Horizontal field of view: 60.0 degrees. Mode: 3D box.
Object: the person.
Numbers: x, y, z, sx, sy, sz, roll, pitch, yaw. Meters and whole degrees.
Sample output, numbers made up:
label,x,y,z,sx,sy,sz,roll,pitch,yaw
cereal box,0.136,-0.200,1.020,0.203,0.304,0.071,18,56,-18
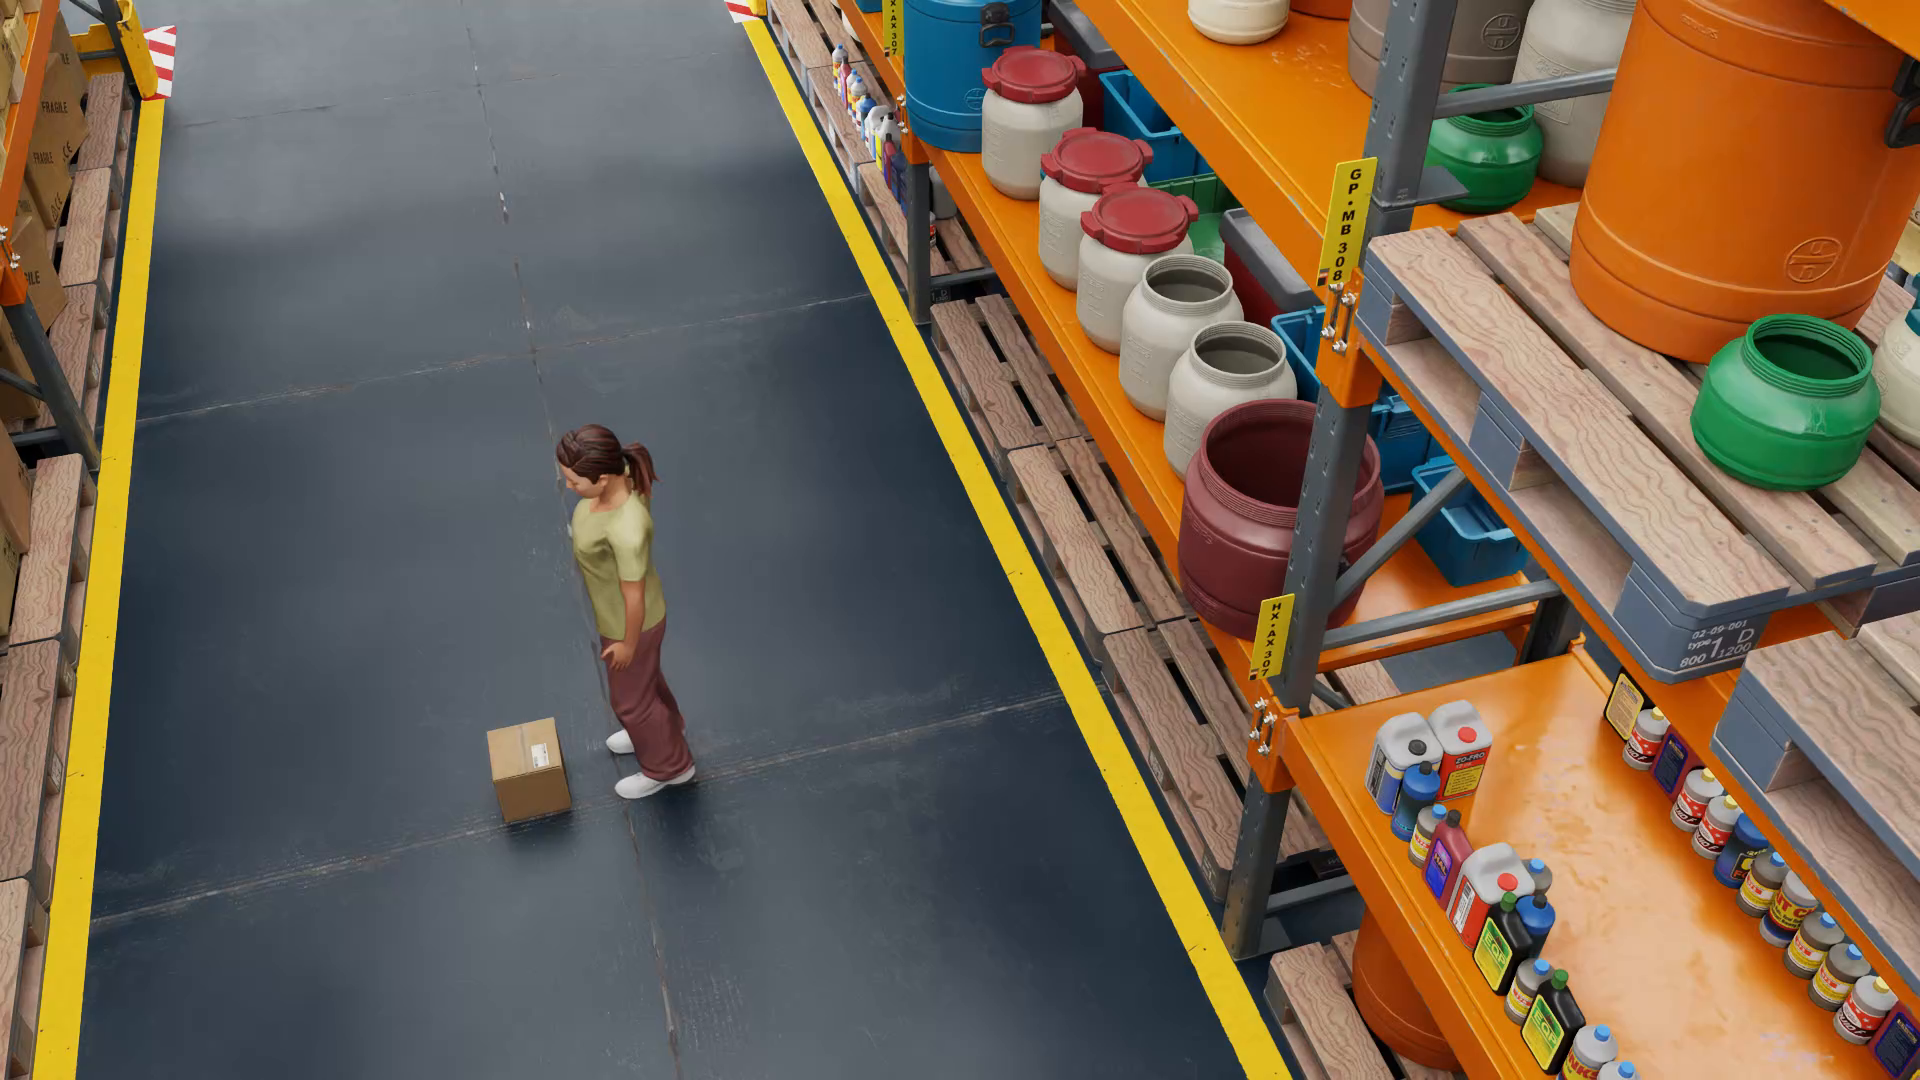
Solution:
label,x,y,z,sx,sy,sz,roll,pitch,yaw
person,-1.166,0.258,5.890,0.363,1.674,0.447,-11,44,-12
